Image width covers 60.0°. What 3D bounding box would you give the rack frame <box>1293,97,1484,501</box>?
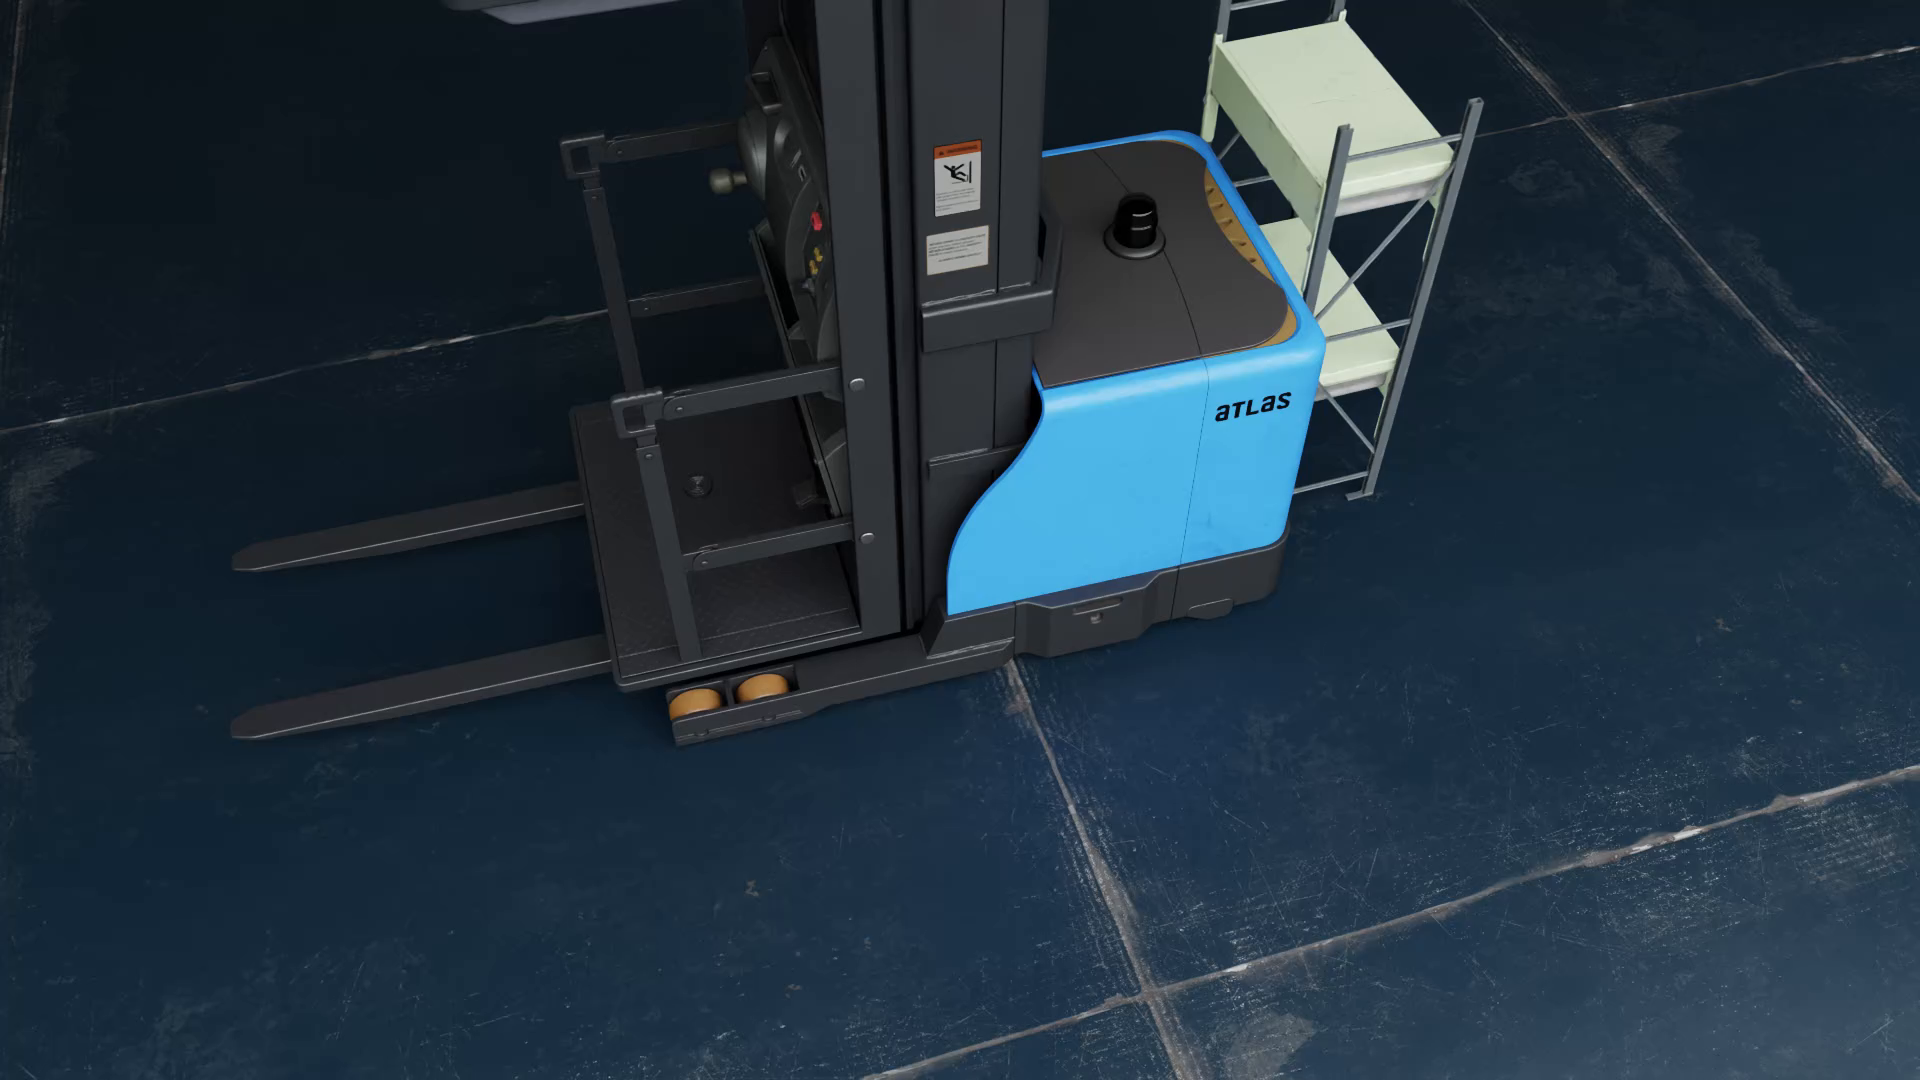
[{"bbox_3d":[1.139,-0.591,4.767,0.400,1.500,0.023,-14,51,-11],"label":"rack frame"}]

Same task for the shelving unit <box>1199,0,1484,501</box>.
[{"bbox_3d":[1.028,-0.858,4.992,0.431,1.500,0.755,-14,51,-11],"label":"shelving unit"}]

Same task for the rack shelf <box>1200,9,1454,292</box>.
[{"bbox_3d":[1.028,-1.109,4.694,0.431,0.370,0.720,-14,51,-11],"label":"rack shelf"}]

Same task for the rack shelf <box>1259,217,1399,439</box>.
[{"bbox_3d":[1.028,-0.648,5.241,0.431,0.370,0.720,-14,51,-11],"label":"rack shelf"}]

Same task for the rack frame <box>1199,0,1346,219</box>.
[{"bbox_3d":[0.916,-1.124,5.217,0.400,1.500,0.023,-14,51,-11],"label":"rack frame"}]

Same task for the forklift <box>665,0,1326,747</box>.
[{"bbox_3d":[-0.606,-0.818,4.022,3.031,2.935,1.130,-12,51,-10],"label":"forklift"}]
